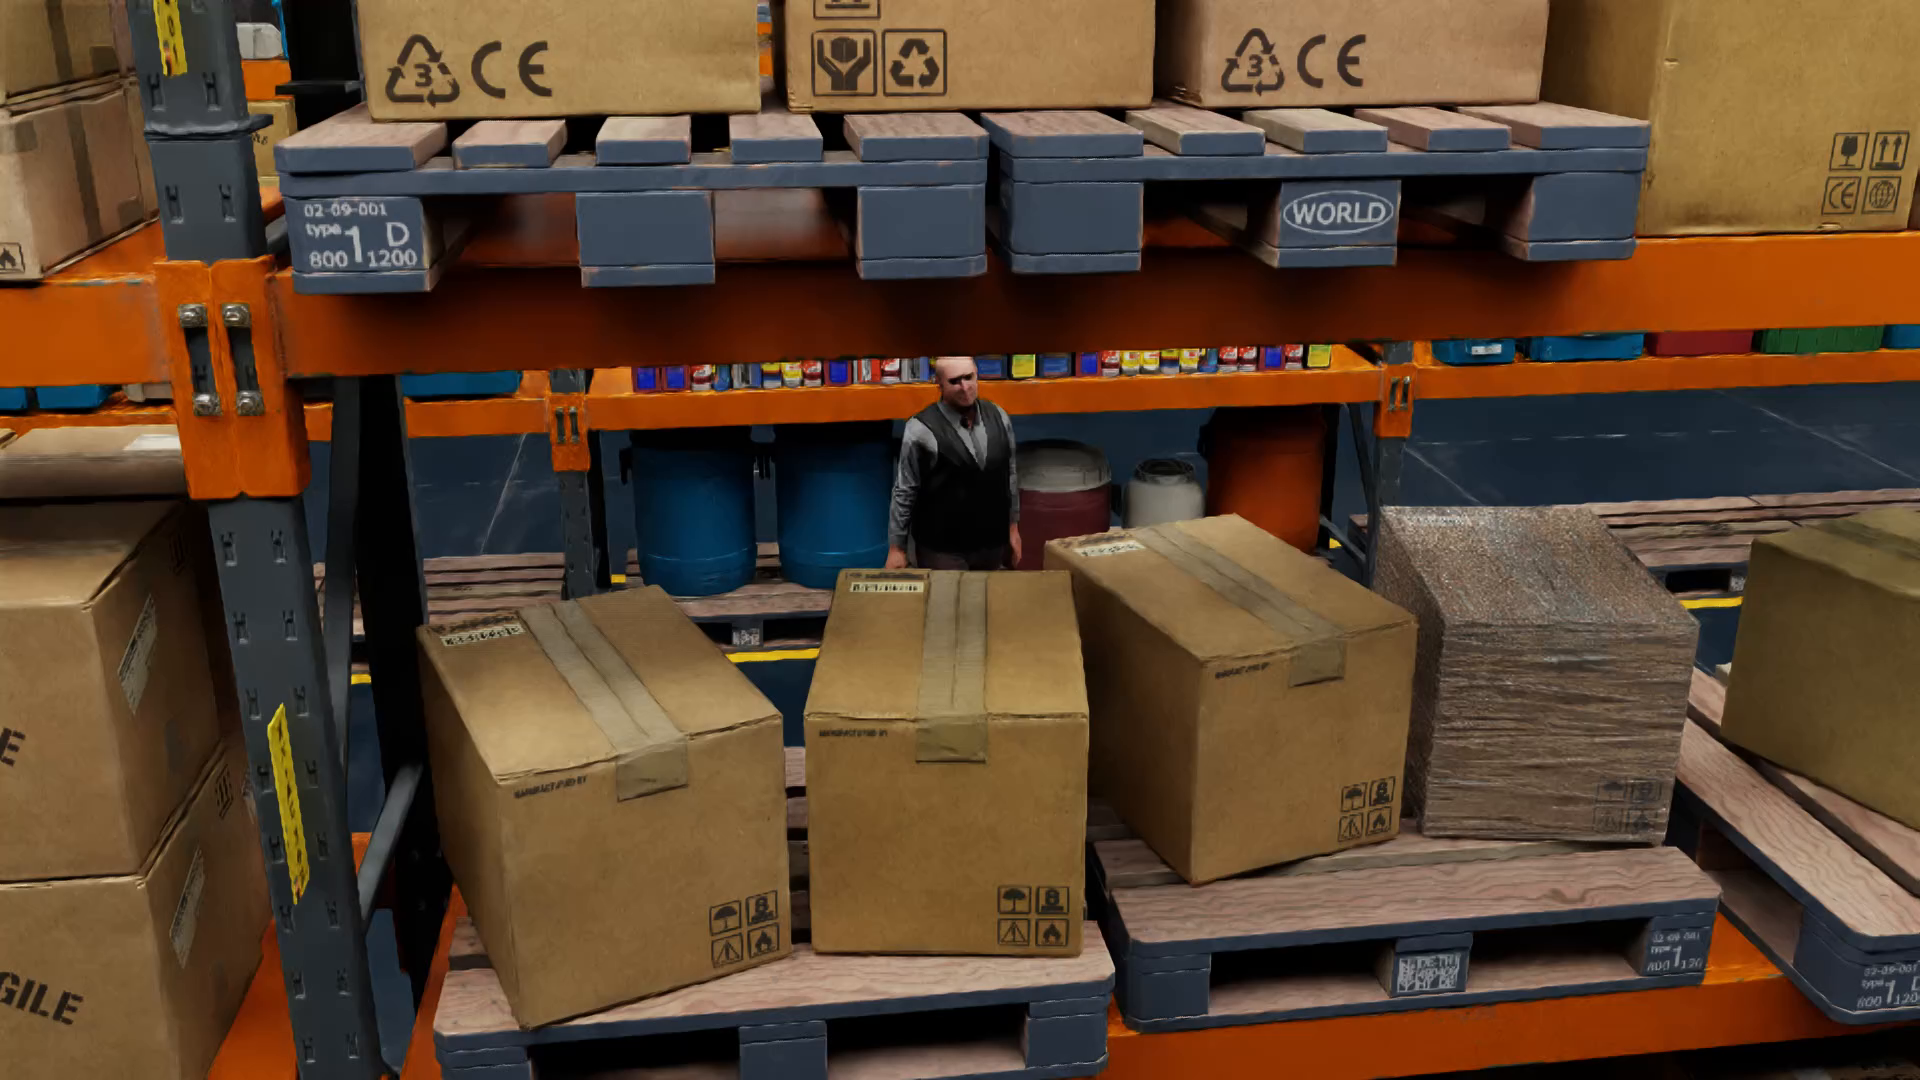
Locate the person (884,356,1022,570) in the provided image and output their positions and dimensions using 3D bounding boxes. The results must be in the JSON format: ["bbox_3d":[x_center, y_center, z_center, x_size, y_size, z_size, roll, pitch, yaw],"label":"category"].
[{"bbox_3d":[-0.029,0.018,7.067,0.634,1.716,0.607,-14,24,-34],"label":"person"}]
